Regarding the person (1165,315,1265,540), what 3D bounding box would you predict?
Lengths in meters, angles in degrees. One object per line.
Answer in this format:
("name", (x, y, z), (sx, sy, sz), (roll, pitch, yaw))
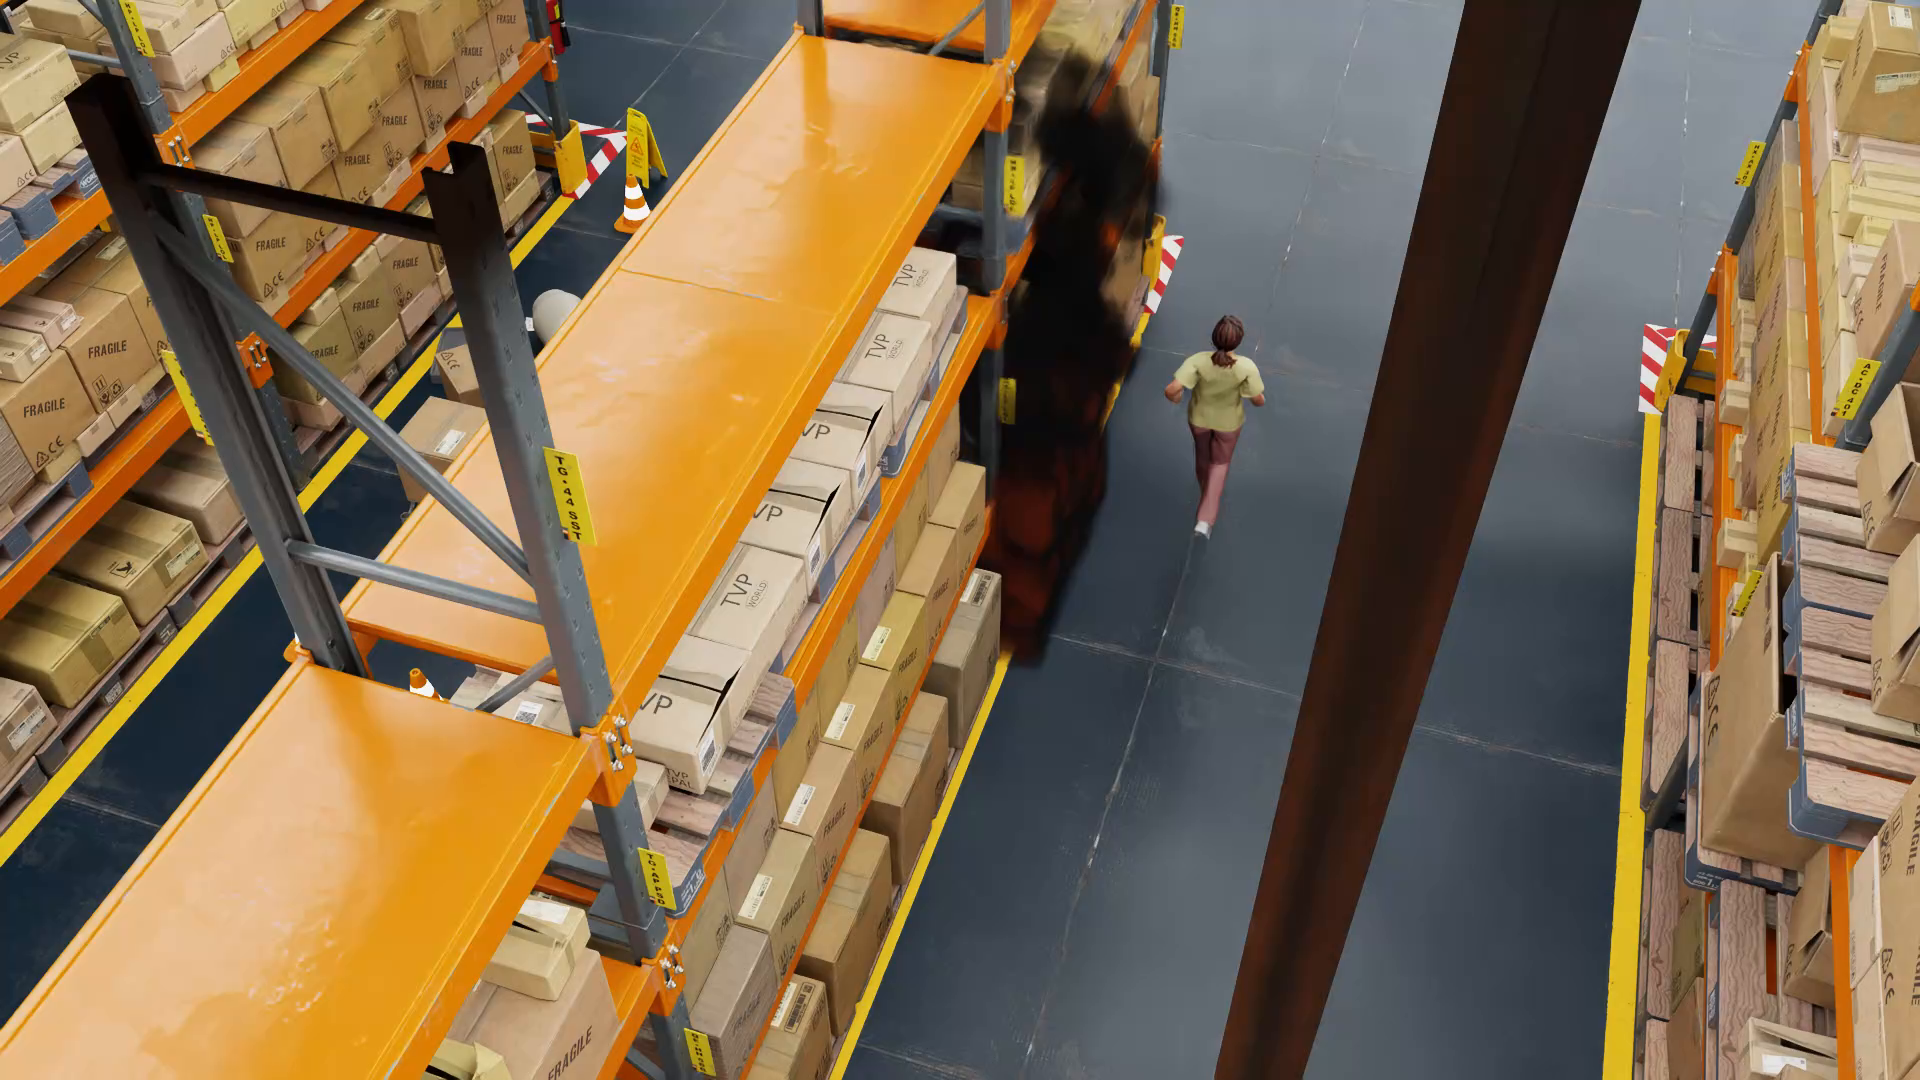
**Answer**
("person", (1.578, -0.770, 10.316), (0.592, 1.639, 0.884), (11, 47, 11))
